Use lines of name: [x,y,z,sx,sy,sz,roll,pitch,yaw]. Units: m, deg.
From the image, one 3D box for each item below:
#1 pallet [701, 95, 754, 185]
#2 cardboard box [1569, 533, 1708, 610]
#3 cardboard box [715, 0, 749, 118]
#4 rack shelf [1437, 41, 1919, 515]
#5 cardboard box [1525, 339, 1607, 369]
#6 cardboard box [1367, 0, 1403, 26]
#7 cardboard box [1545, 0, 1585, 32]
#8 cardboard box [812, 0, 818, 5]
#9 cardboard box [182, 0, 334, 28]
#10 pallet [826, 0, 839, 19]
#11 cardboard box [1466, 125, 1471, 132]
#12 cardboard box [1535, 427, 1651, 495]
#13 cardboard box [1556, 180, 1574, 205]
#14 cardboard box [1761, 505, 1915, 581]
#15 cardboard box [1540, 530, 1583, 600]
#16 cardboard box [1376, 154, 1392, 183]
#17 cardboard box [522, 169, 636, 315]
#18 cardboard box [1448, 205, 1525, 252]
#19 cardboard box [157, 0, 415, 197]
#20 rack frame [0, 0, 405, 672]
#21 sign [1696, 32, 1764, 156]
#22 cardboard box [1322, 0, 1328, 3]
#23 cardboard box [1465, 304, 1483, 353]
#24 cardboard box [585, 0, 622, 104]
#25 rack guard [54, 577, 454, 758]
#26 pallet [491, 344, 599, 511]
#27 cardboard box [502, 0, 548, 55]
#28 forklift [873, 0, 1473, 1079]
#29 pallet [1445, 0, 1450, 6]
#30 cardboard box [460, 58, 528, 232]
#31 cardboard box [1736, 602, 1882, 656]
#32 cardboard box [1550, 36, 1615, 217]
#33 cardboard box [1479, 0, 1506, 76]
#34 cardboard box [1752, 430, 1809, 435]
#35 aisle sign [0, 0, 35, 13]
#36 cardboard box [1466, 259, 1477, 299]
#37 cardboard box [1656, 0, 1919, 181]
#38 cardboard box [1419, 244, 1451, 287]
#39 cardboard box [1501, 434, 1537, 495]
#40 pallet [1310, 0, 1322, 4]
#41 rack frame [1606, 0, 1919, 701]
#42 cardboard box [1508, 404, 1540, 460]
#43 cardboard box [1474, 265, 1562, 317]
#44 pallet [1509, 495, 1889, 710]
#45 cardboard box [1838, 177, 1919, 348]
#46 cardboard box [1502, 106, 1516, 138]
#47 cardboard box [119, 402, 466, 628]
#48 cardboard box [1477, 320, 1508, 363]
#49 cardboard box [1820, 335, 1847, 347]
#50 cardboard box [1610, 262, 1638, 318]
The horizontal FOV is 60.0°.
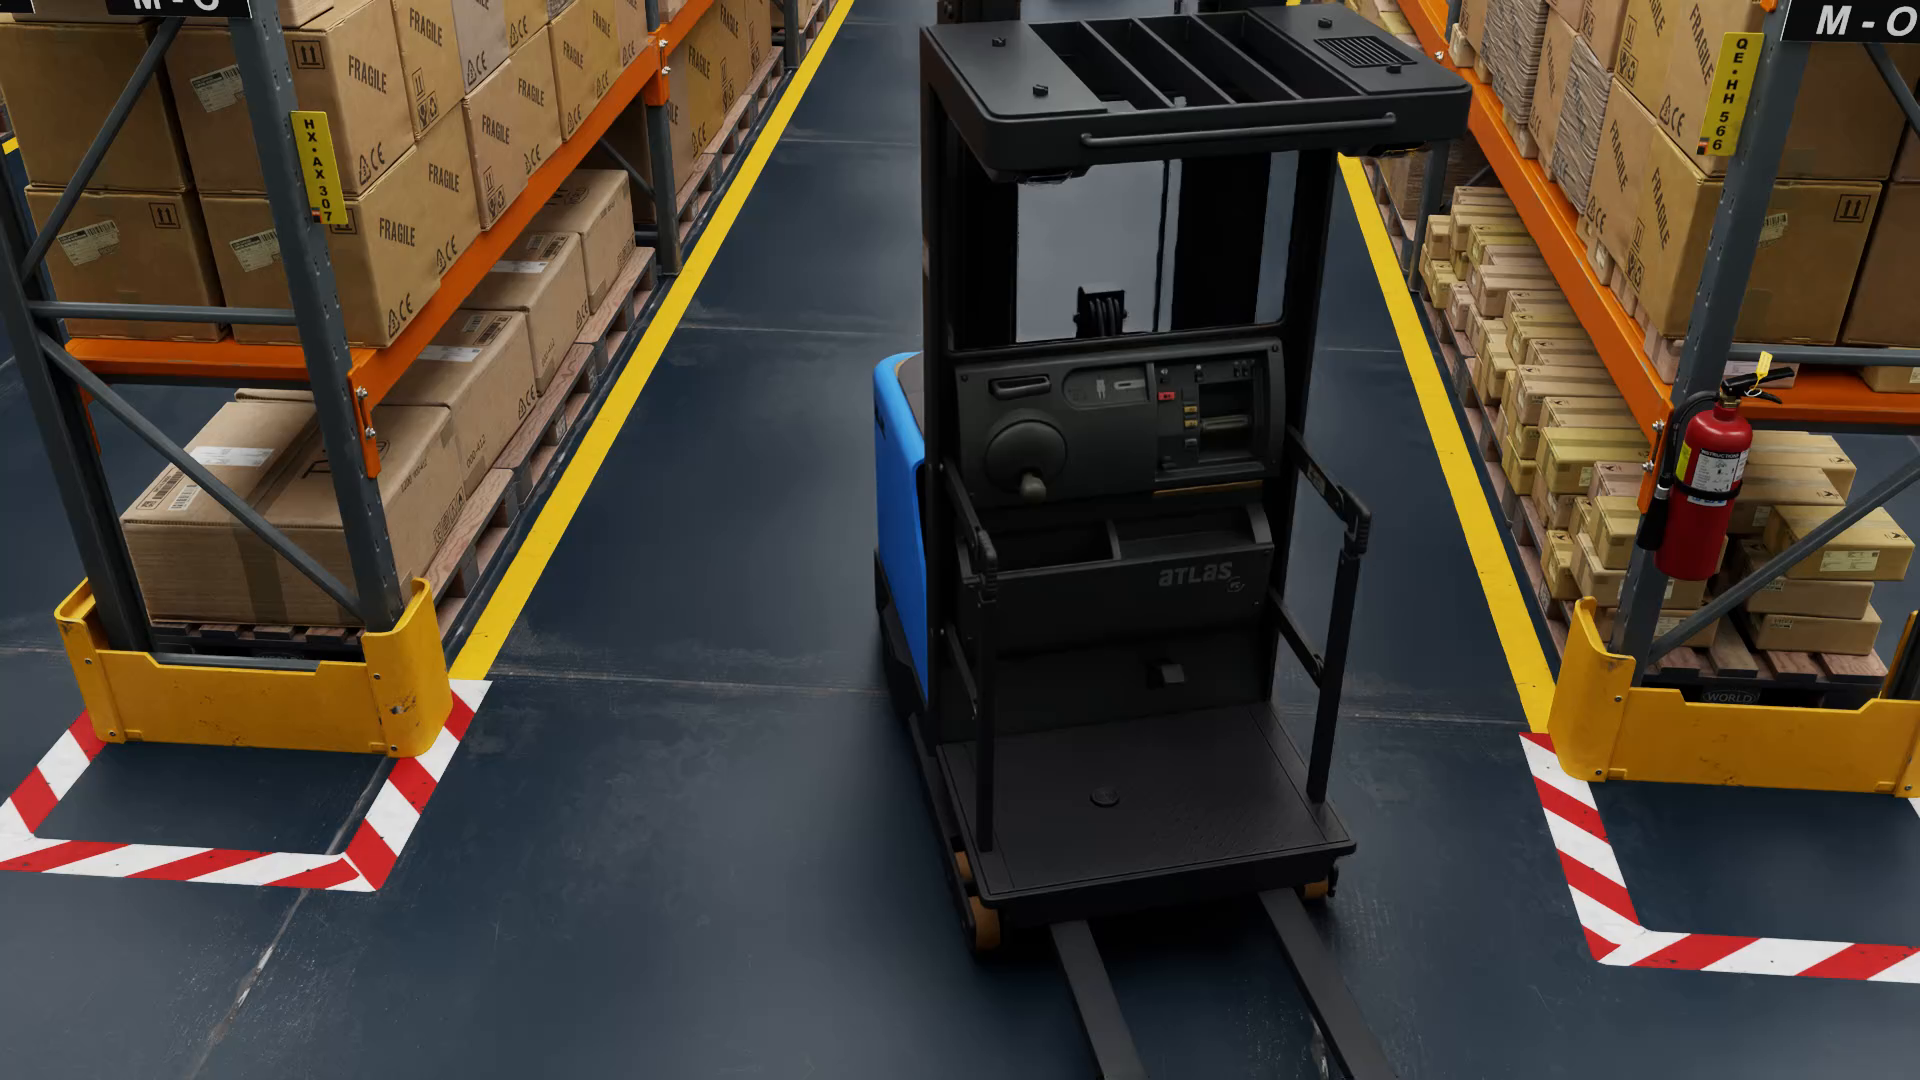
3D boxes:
pallet: [-1.948,-2.622,10.804,1.003,0.211,1.213,2,32,4]
cardboard box: [2.342,0.107,5.750,0.380,0.149,0.250,2,32,3]
cardboard box: [-1.923,-3.305,10.879,0.875,0.875,0.875,3,32,5]
rack shelf: [2.746,-1.252,6.609,1.077,0.370,4.000,2,32,4]
cardboard box: [2.529,-0.697,6.772,0.380,0.149,0.250,1,32,2]
cardboard box: [2.843,-3.256,10.442,0.500,0.250,0.500,3,32,4]
cardboard box: [2.488,-2.171,6.083,0.500,0.500,0.500,1,32,2]
cardboard box: [-1.599,-4.596,13.453,0.950,0.372,0.625,2,32,3]
cardboard box: [-2.053,-1.589,4.804,0.380,0.149,0.250,3,32,5]
pallet: [-1.540,-4.712,14.195,1.003,0.211,1.213,2,32,4]
cardboard box: [2.718,-2.438,9.115,0.500,0.250,0.500,2,32,3]
cardboard box: [2.346,-0.289,6.109,0.380,0.149,0.250,2,32,3]
cardboard box: [2.526,-1.398,6.398,0.380,0.149,0.250,3,32,5]
cardboard box: [2.965,0.009,5.626,0.380,0.149,0.250,1,32,2]
cardboard box: [2.339,0.099,6.047,0.380,0.149,0.250,3,32,5]
cardboard box: [2.761,-2.385,9.743,0.500,0.500,0.500,2,32,3]
cardboard box: [-2.191,-1.527,8.411,0.875,0.438,0.875,2,32,3]
cardboard box: [2.593,-1.510,8.091,0.380,0.149,0.250,4,32,6]
cardboard box: [-2.035,-1.378,5.079,0.500,0.500,0.500,2,32,3]
rack frame: [-2.358,-0.671,4.980,1.000,3.000,0.127,2,32,4]
sign: [2.032,-1.174,4.392,0.100,0.325,0.005,2,32,4]
cardboard box: [3.442,-4.689,13.243,1.050,0.750,0.750,3,32,5]
cardboard box: [2.598,-0.987,7.809,0.380,0.149,0.250,2,32,3]
cardboard box: [-1.852,-2.283,7.500,0.500,0.500,0.500,2,32,3]
rack guard: [-2.360,0.405,5.616,1.175,0.500,0.348,2,32,4]
pallet: [-2.269,-0.542,7.428,1.003,0.211,1.213,2,32,4]
cardboard box: [-1.926,-2.179,6.379,0.500,0.500,0.500,3,32,4]
forklift: [0.495,-0.273,4.399,1.130,2.935,3.031,-6,32,-10]
pallet: [3.117,-2.916,8.806,1.003,0.211,1.213,2,32,4]
cardboard box: [-1.960,-1.484,6.203,0.500,0.500,0.500,2,32,4]
cardboard box: [2.945,0.262,5.783,0.380,0.149,0.250,3,32,5]
cardboard box: [2.443,-1.462,5.885,0.500,0.500,0.500,3,32,4]
cardboard box: [2.585,-2.266,7.189,0.500,0.500,0.500,2,32,4]
cardboard box: [2.953,-0.399,6.289,0.380,0.149,0.250,1,32,2]
aisle sign: [-2.673,-1.754,4.259,0.394,0.787,0.004,2,32,4]
cardboard box: [2.646,-1.255,7.961,0.380,0.149,0.250,2,32,4]
cardboard box: [2.373,-1.357,4.762,0.500,0.500,0.500,2,32,3]
cardboard box: [2.559,-1.393,8.468,0.380,0.149,0.250,1,32,2]
cardboard box: [2.411,-0.301,6.696,0.380,0.149,0.250,1,32,2]
pallet: [3.476,-4.554,13.939,1.003,0.211,1.213,2,32,4]
rack frame: [2.584,-0.513,4.723,1.000,3.000,0.127,2,32,4]
cardboard box: [2.412,-0.436,6.632,0.380,0.149,0.250,3,32,5]
cardboard box: [2.521,-1.109,7.440,0.380,0.149,0.250,3,32,5]
pallet: [2.691,0.211,6.206,1.003,0.211,1.213,2,32,4]
cardboard box: [2.896,-0.905,4.980,0.500,0.500,0.500,4,32,6]
cardboard box: [2.530,-1.812,7.071,0.380,0.149,0.250,3,32,5]
cardboard box: [-2.404,-0.109,6.109,0.875,0.438,0.875,1,32,2]
cardboard box: [2.491,-0.842,7.291,0.380,0.149,0.250,2,32,4]
cardboard box: [2.916,-0.696,5.260,0.380,0.149,0.250,4,32,6]
cardboard box: [2.392,-0.849,5.507,0.380,0.149,0.250,2,32,4]
